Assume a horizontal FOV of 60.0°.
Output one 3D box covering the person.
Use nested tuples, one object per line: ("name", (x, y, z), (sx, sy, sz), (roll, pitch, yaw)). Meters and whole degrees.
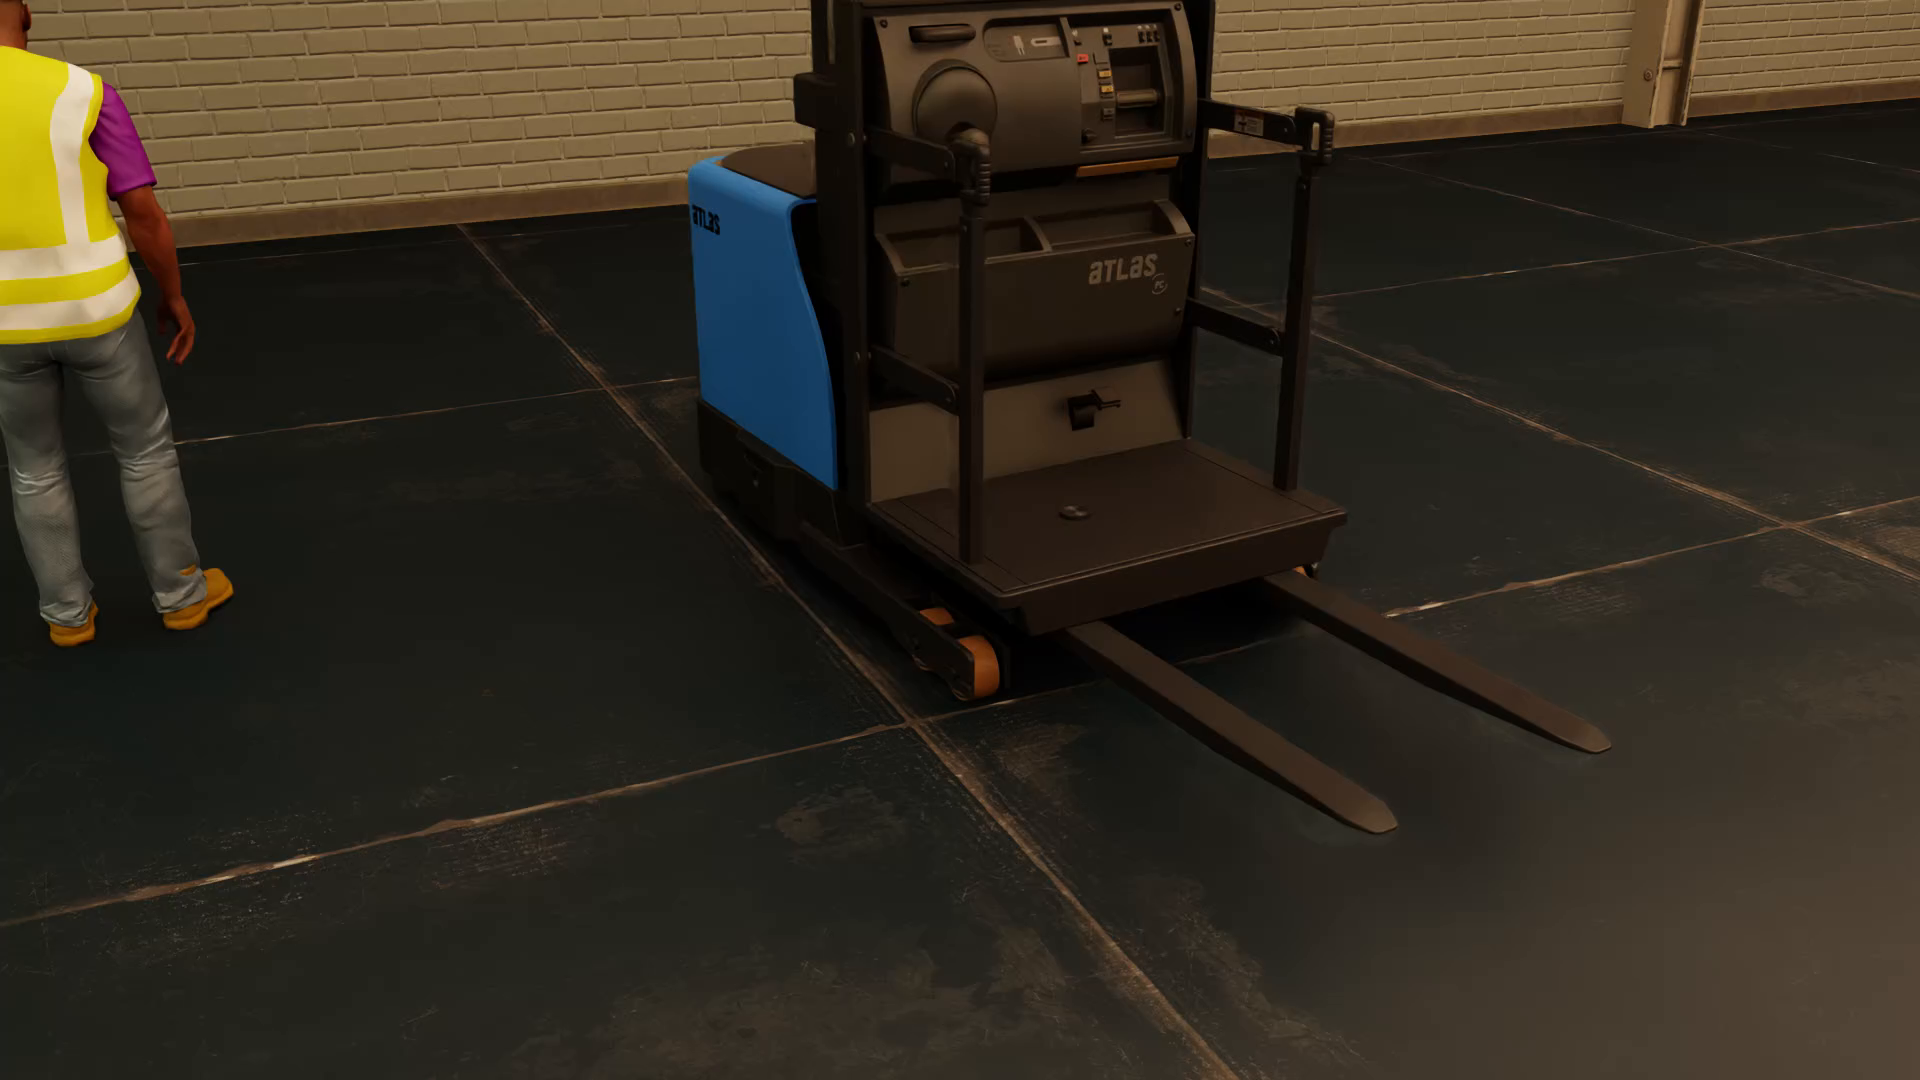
("person", (-2.299, -0.585, 4.226), (0.630, 1.759, 0.462), (-7, 24, -16))

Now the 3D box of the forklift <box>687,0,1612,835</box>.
("forklift", (0.318, -1.153, 4.061), (1.130, 2.935, 3.031), (-13, 26, -28))
